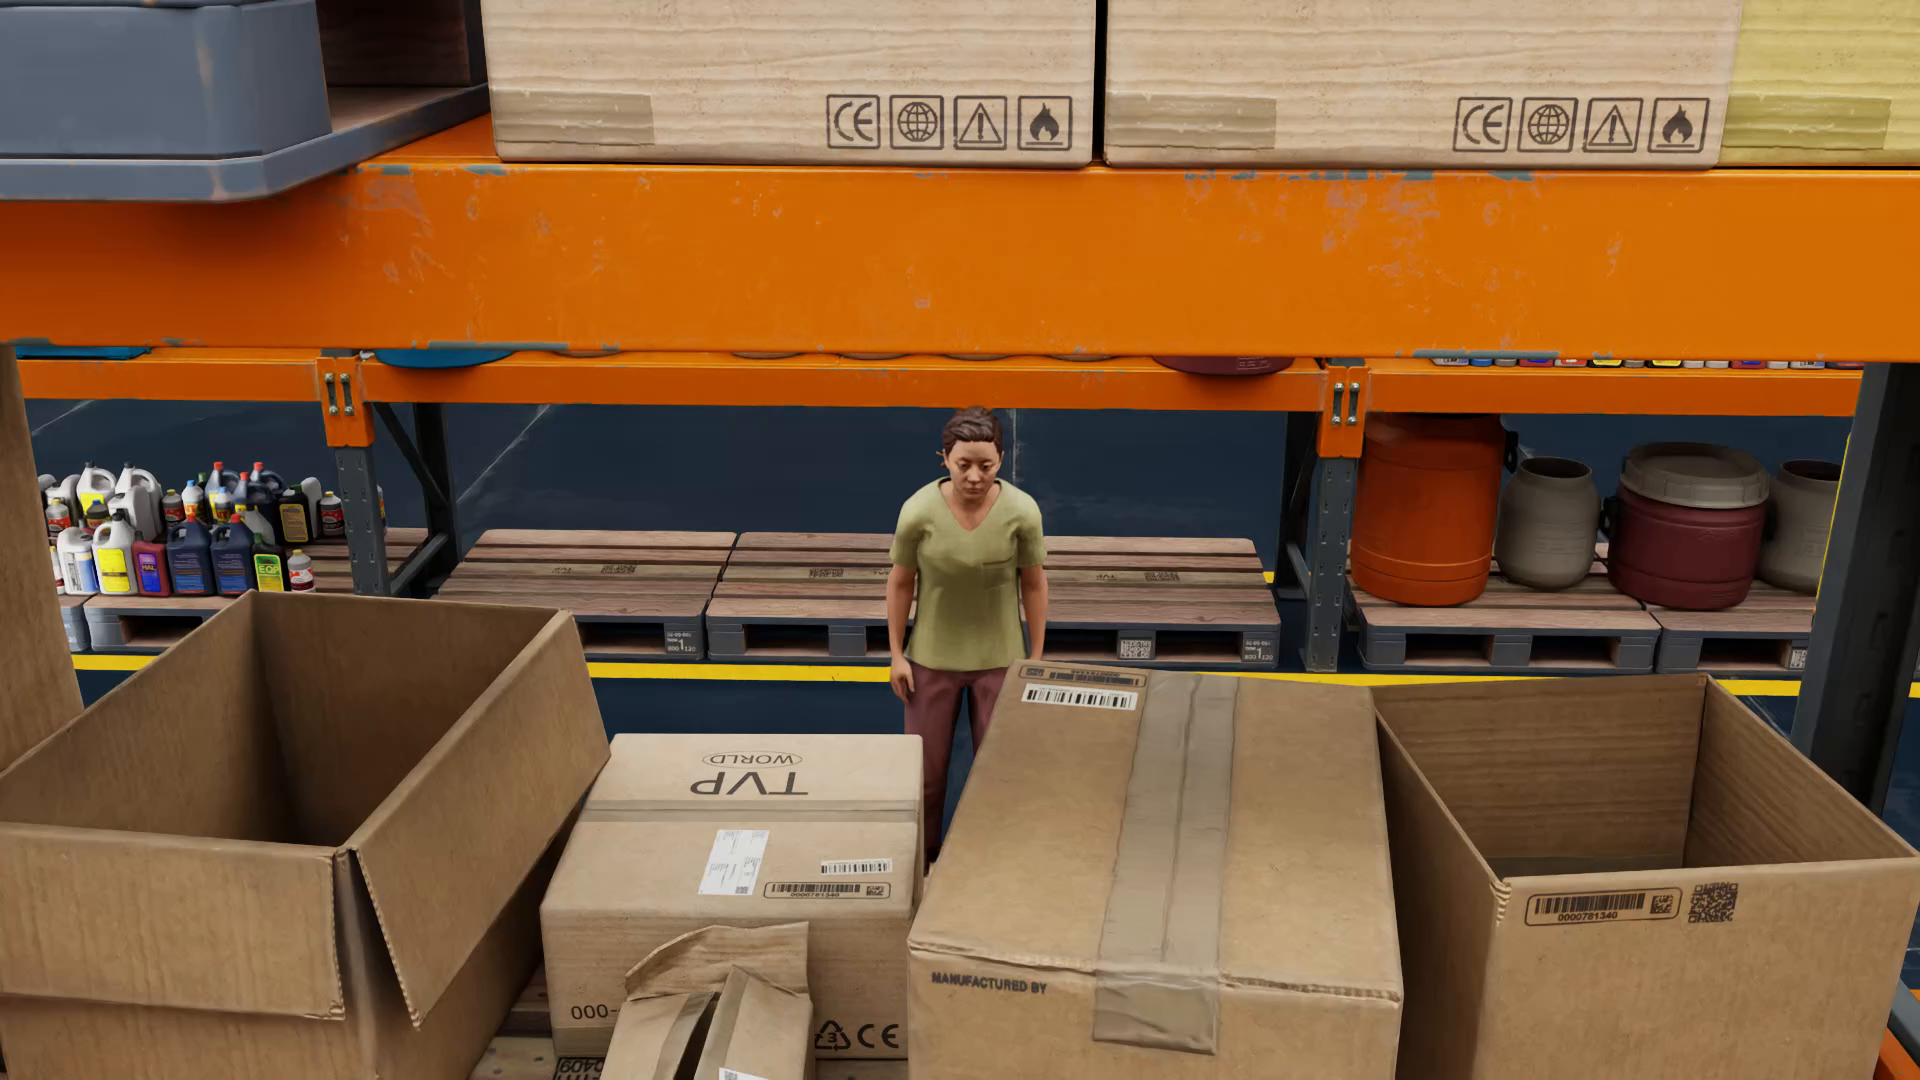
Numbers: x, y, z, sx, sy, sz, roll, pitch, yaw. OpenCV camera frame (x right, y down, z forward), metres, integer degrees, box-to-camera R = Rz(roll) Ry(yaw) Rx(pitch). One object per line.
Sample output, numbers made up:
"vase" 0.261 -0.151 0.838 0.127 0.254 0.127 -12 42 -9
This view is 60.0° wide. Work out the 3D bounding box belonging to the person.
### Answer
"person" 0.022 0.398 5.037 0.493 1.673 0.414 0 21 0
